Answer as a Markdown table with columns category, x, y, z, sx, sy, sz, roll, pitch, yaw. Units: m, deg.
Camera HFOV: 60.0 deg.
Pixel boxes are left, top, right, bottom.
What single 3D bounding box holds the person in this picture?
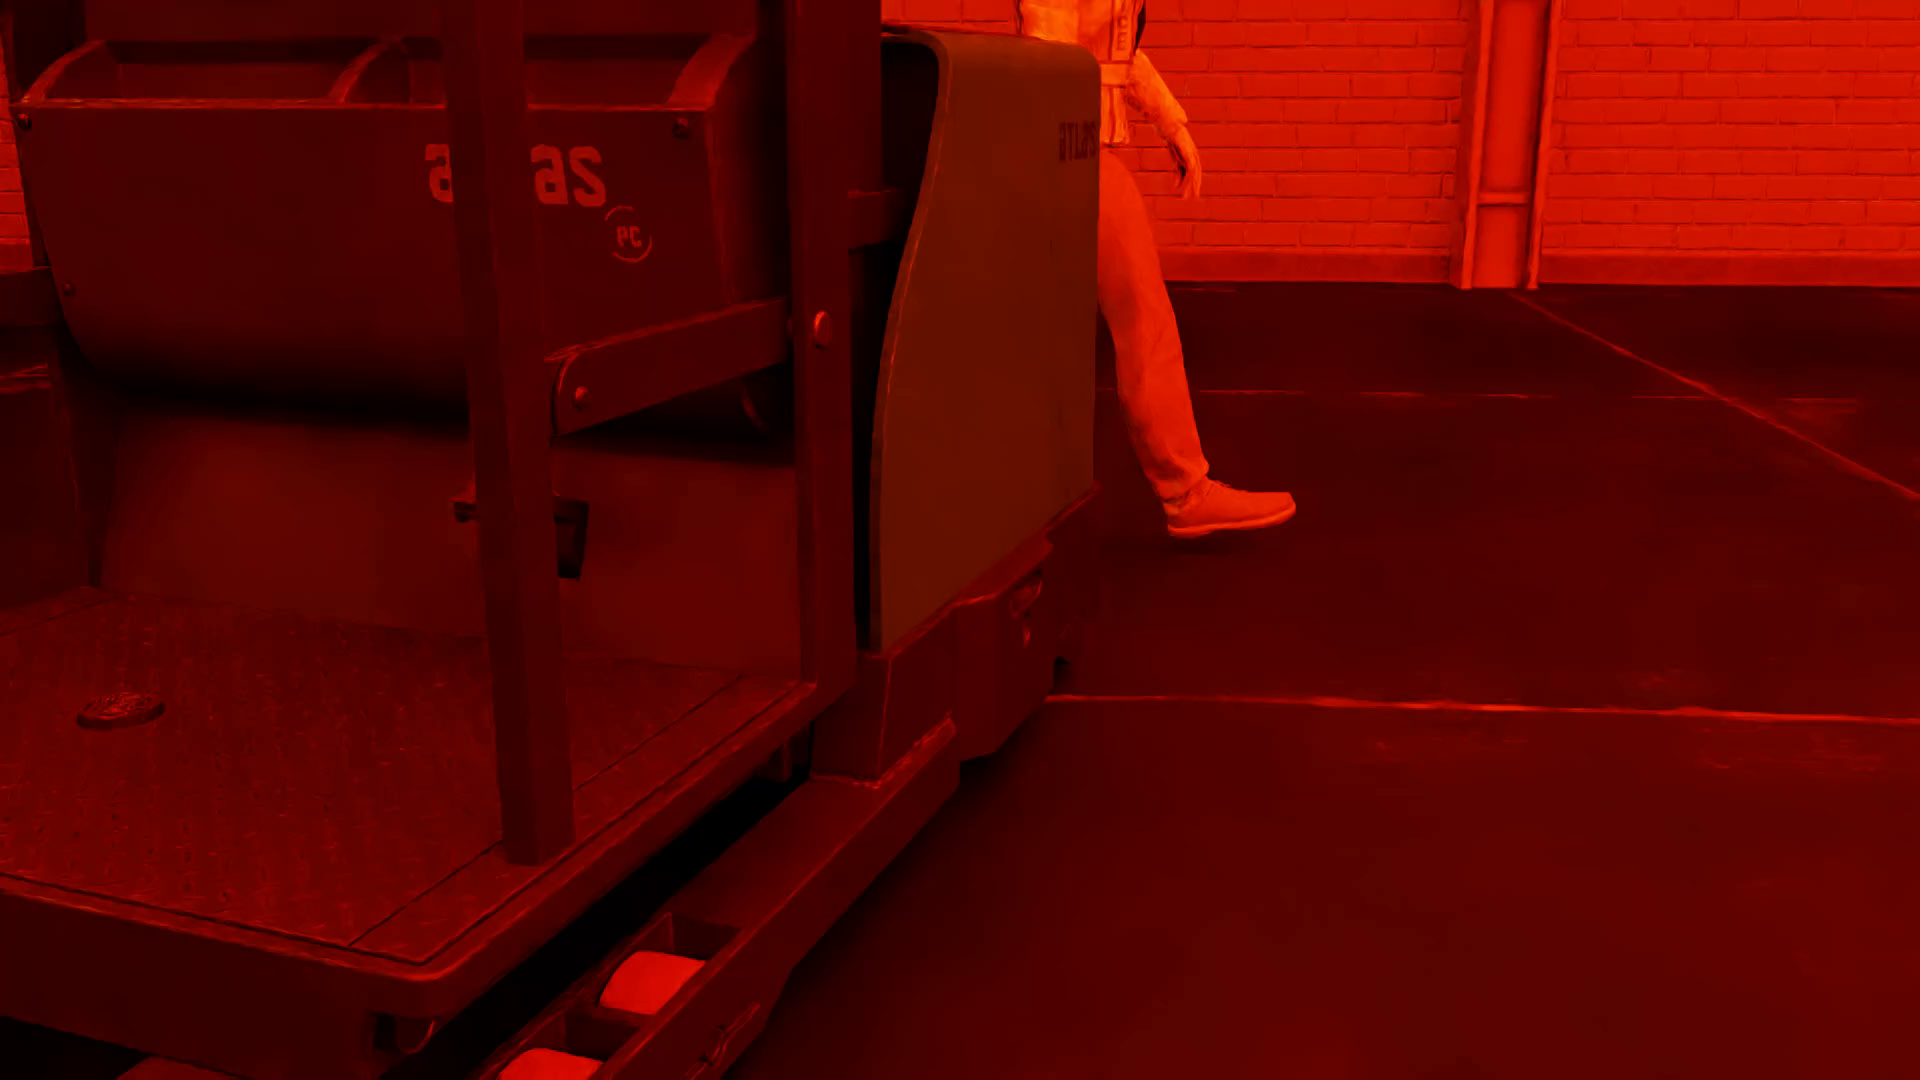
| category | x | y | z | sx | sy | sz | roll | pitch | yaw |
| --- | --- | --- | --- | --- | --- | --- | --- | --- | --- |
| person | 0.327 | -0.812 | 3.586 | 0.830 | 1.619 | 0.617 | 0 | 15 | 0 |

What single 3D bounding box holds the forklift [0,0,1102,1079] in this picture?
| category | x | y | z | sx | sy | sz | roll | pitch | yaw |
| --- | --- | --- | --- | --- | --- | --- | --- | --- | --- |
| forklift | -0.736 | -0.906 | 1.560 | 1.130 | 2.935 | 3.031 | 6 | 16 | 20 |
